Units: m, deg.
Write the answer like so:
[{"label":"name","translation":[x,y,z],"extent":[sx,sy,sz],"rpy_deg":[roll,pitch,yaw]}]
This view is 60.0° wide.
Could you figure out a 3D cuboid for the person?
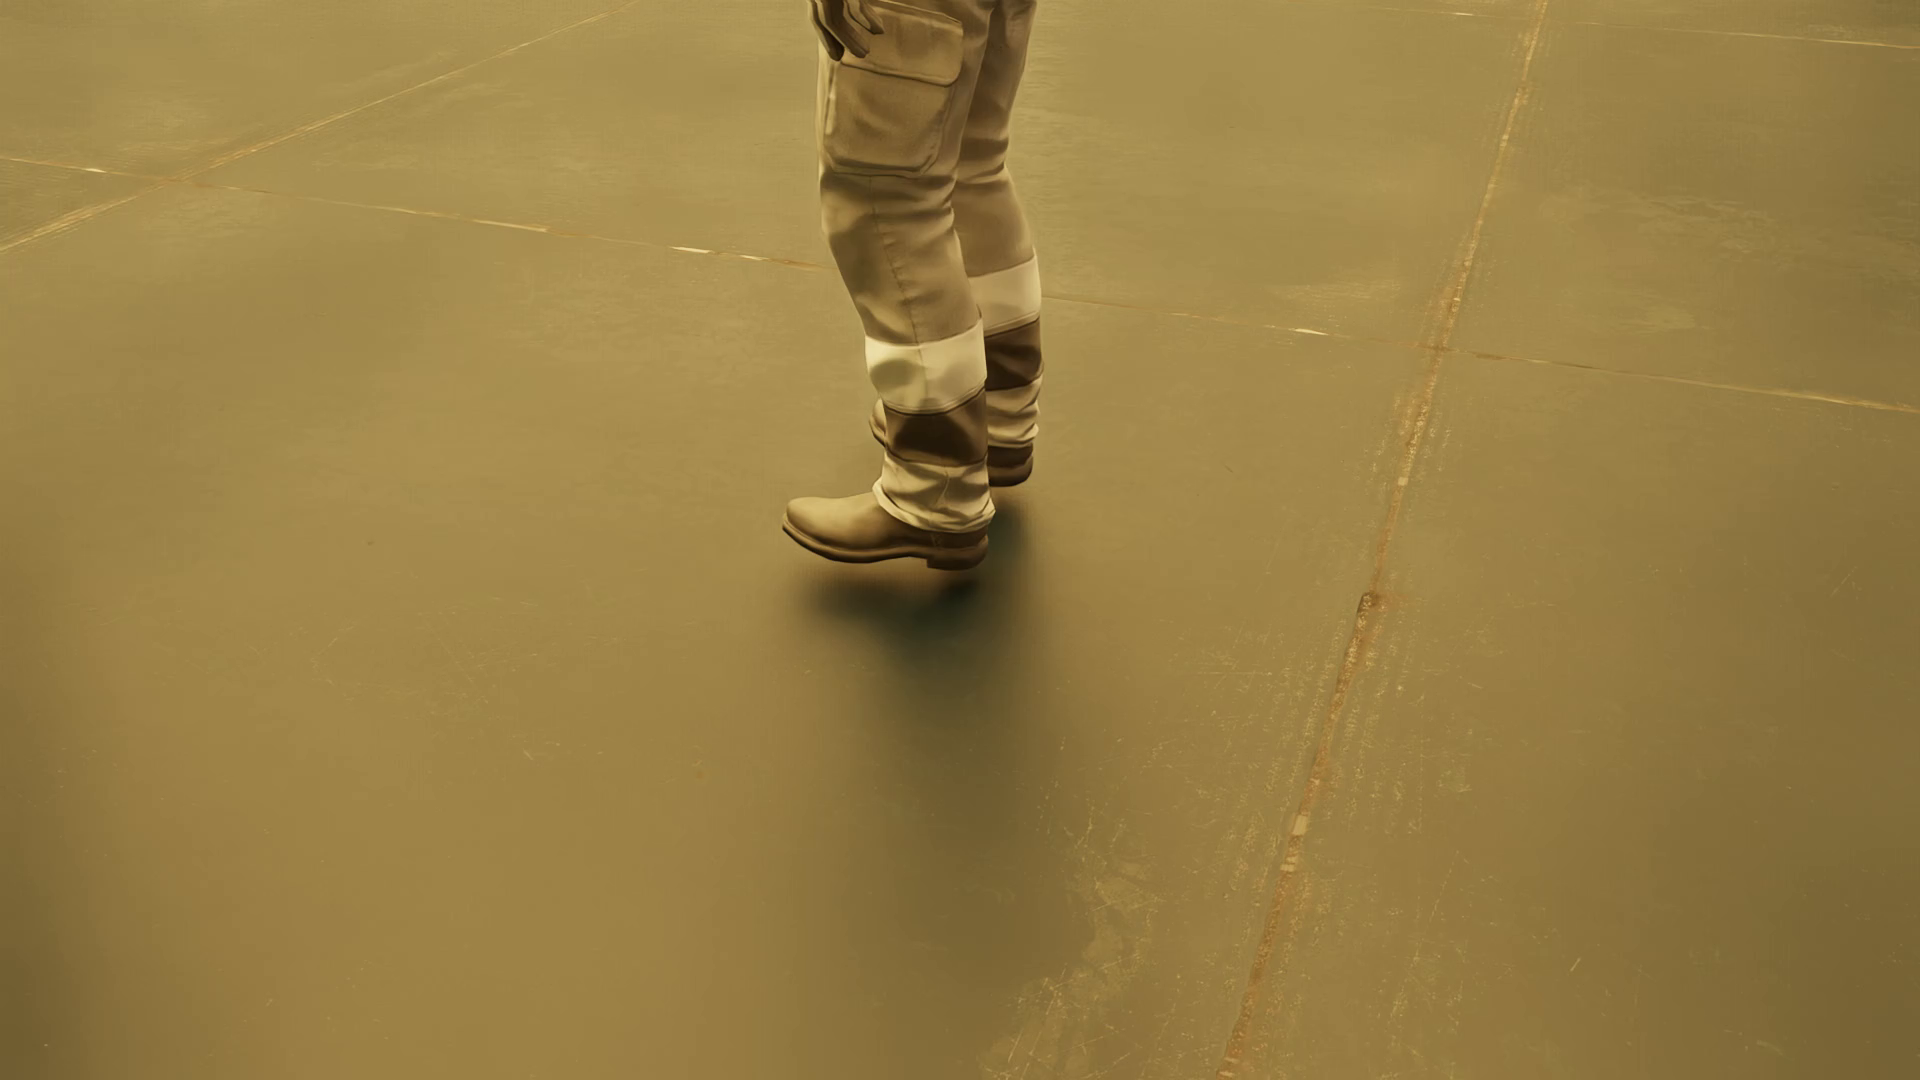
[{"label":"person","translation":[-0.046,-0.810,2.051],"extent":[0.452,1.776,0.608],"rpy_deg":[9,31,16]}]
